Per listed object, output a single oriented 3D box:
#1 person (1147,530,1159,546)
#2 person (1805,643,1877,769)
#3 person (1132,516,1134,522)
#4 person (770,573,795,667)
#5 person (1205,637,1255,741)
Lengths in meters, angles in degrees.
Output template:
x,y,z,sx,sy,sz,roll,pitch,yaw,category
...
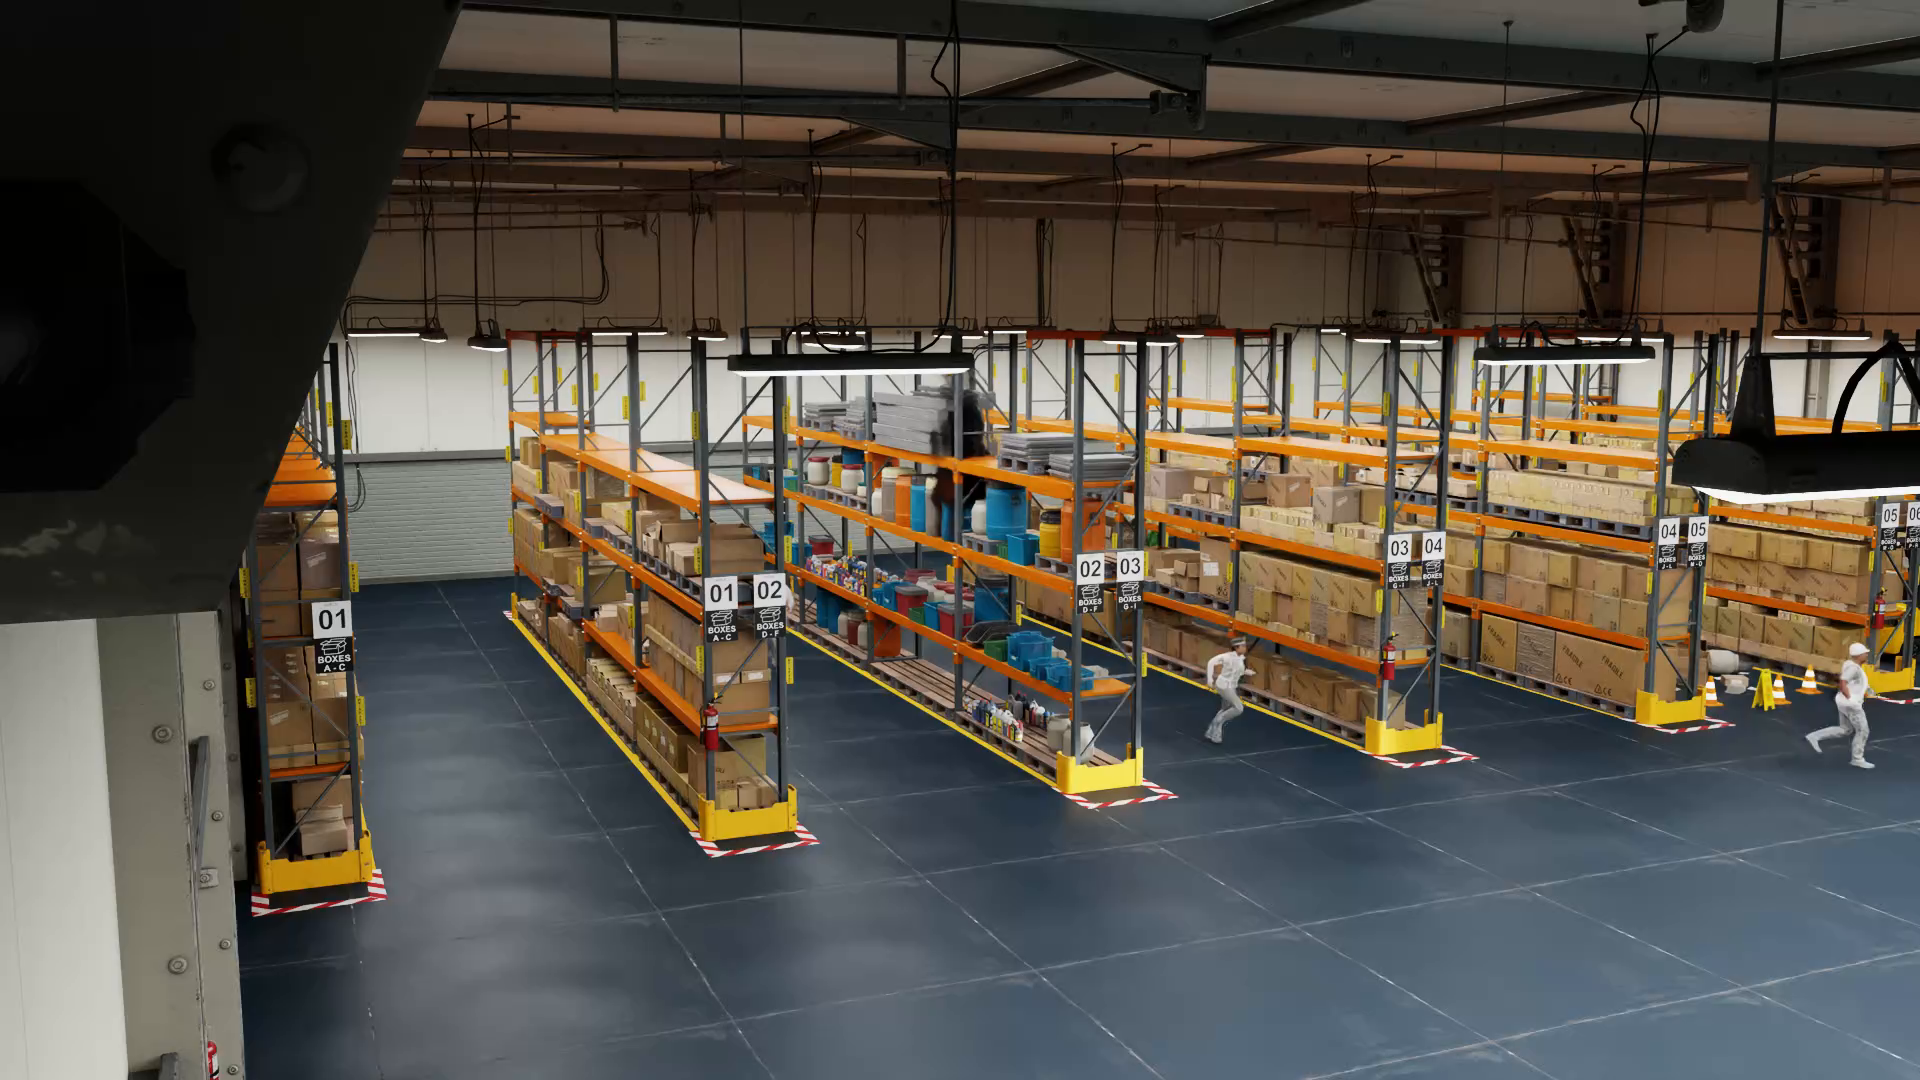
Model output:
x,y,z,sx,sy,sz,roll,pitch,yaw,category
4.963,-0.236,41.981,0.645,1.754,0.649,-4,9,-30,person
12.400,2.302,23.332,0.891,1.757,0.661,3,8,20,person
4.001,0.256,38.330,0.686,1.745,0.900,-3,8,-23,person
-3.269,1.444,29.443,0.716,1.783,0.962,-4,9,-24,person
3.988,2.201,24.542,0.750,1.606,0.600,5,9,34,person
